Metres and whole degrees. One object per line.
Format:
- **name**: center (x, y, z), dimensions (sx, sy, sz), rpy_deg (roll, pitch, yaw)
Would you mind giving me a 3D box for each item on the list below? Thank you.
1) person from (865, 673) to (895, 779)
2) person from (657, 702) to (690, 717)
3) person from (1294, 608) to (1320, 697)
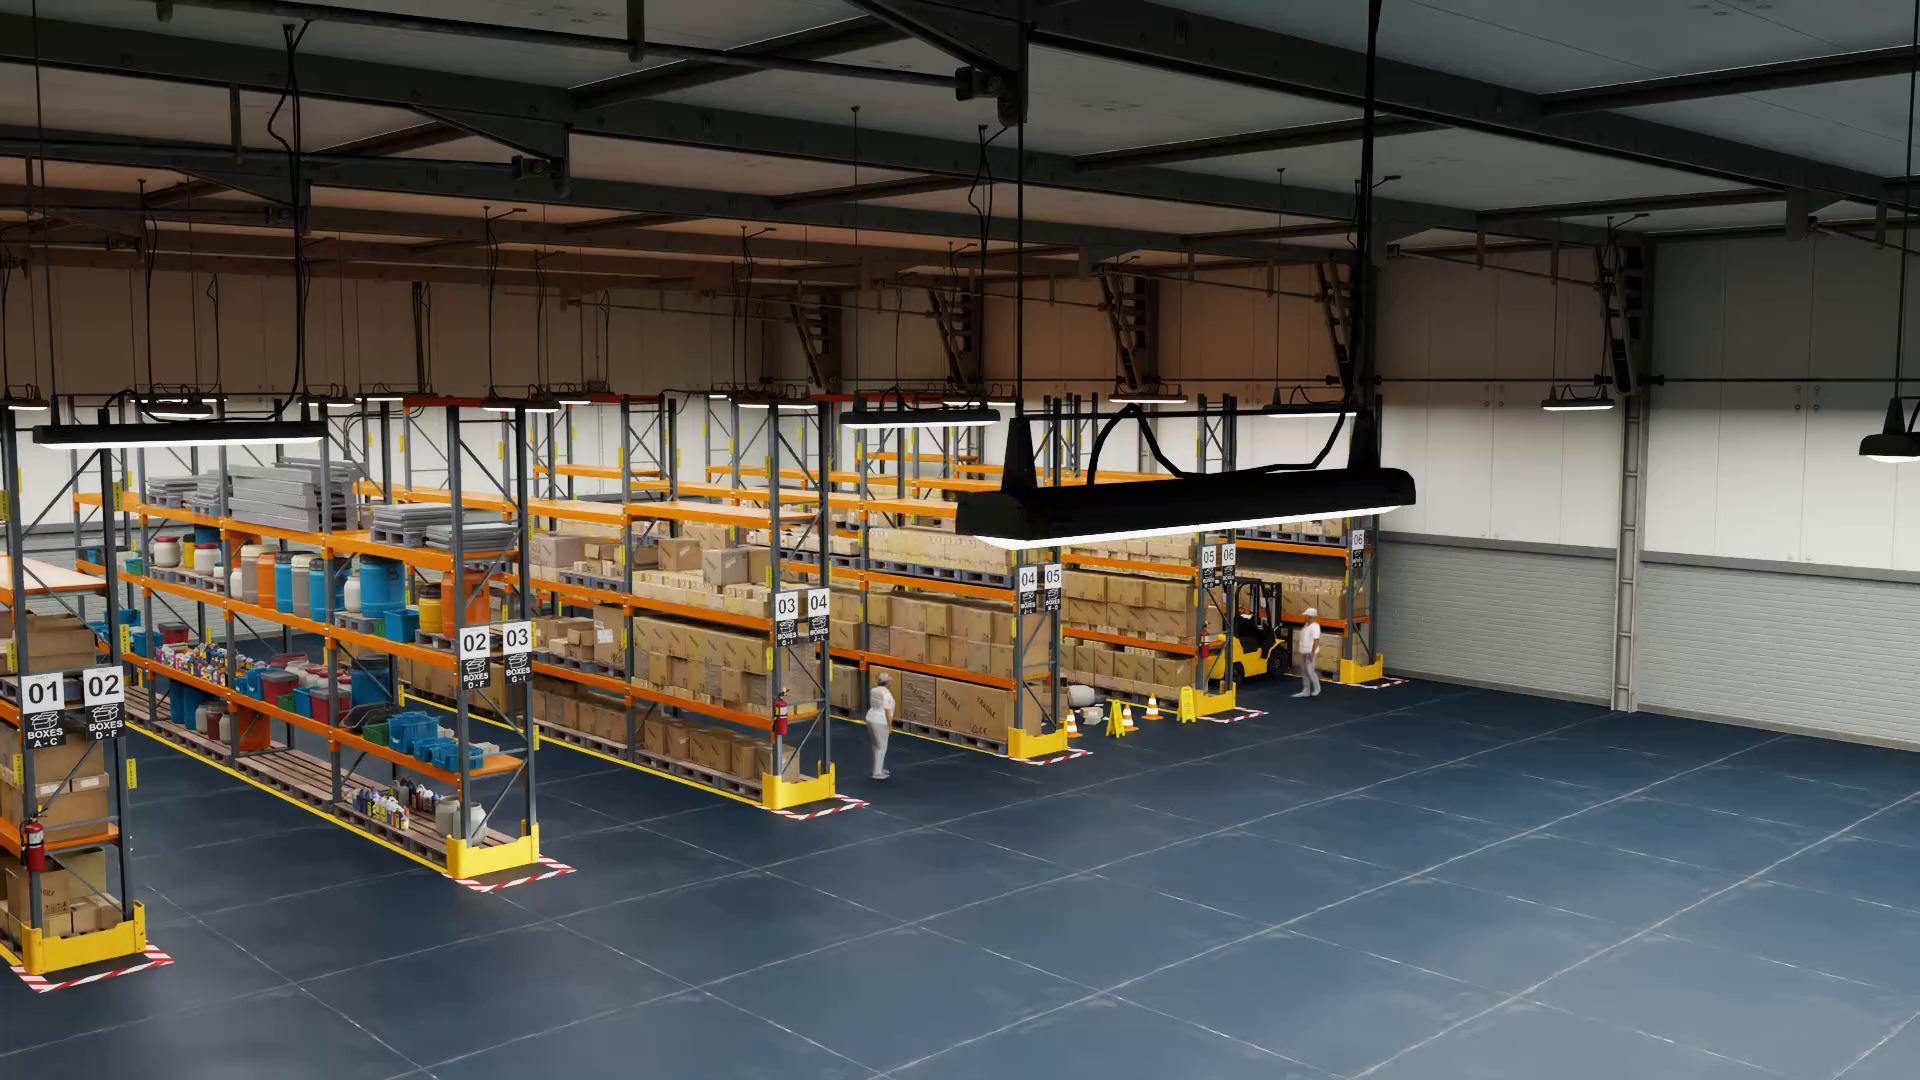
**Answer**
- **person**: center (-1.264, 2.949, 26.543), dimensions (0.452, 1.673, 0.572), rpy_deg (-3, 6, -29)
- **person**: center (-5.433, 2.472, 31.365), dimensions (0.599, 1.684, 0.676), rpy_deg (0, 6, -5)
- **person**: center (6.942, 2.245, 33.111), dimensions (0.458, 1.773, 0.616), rpy_deg (-4, 7, -33)
